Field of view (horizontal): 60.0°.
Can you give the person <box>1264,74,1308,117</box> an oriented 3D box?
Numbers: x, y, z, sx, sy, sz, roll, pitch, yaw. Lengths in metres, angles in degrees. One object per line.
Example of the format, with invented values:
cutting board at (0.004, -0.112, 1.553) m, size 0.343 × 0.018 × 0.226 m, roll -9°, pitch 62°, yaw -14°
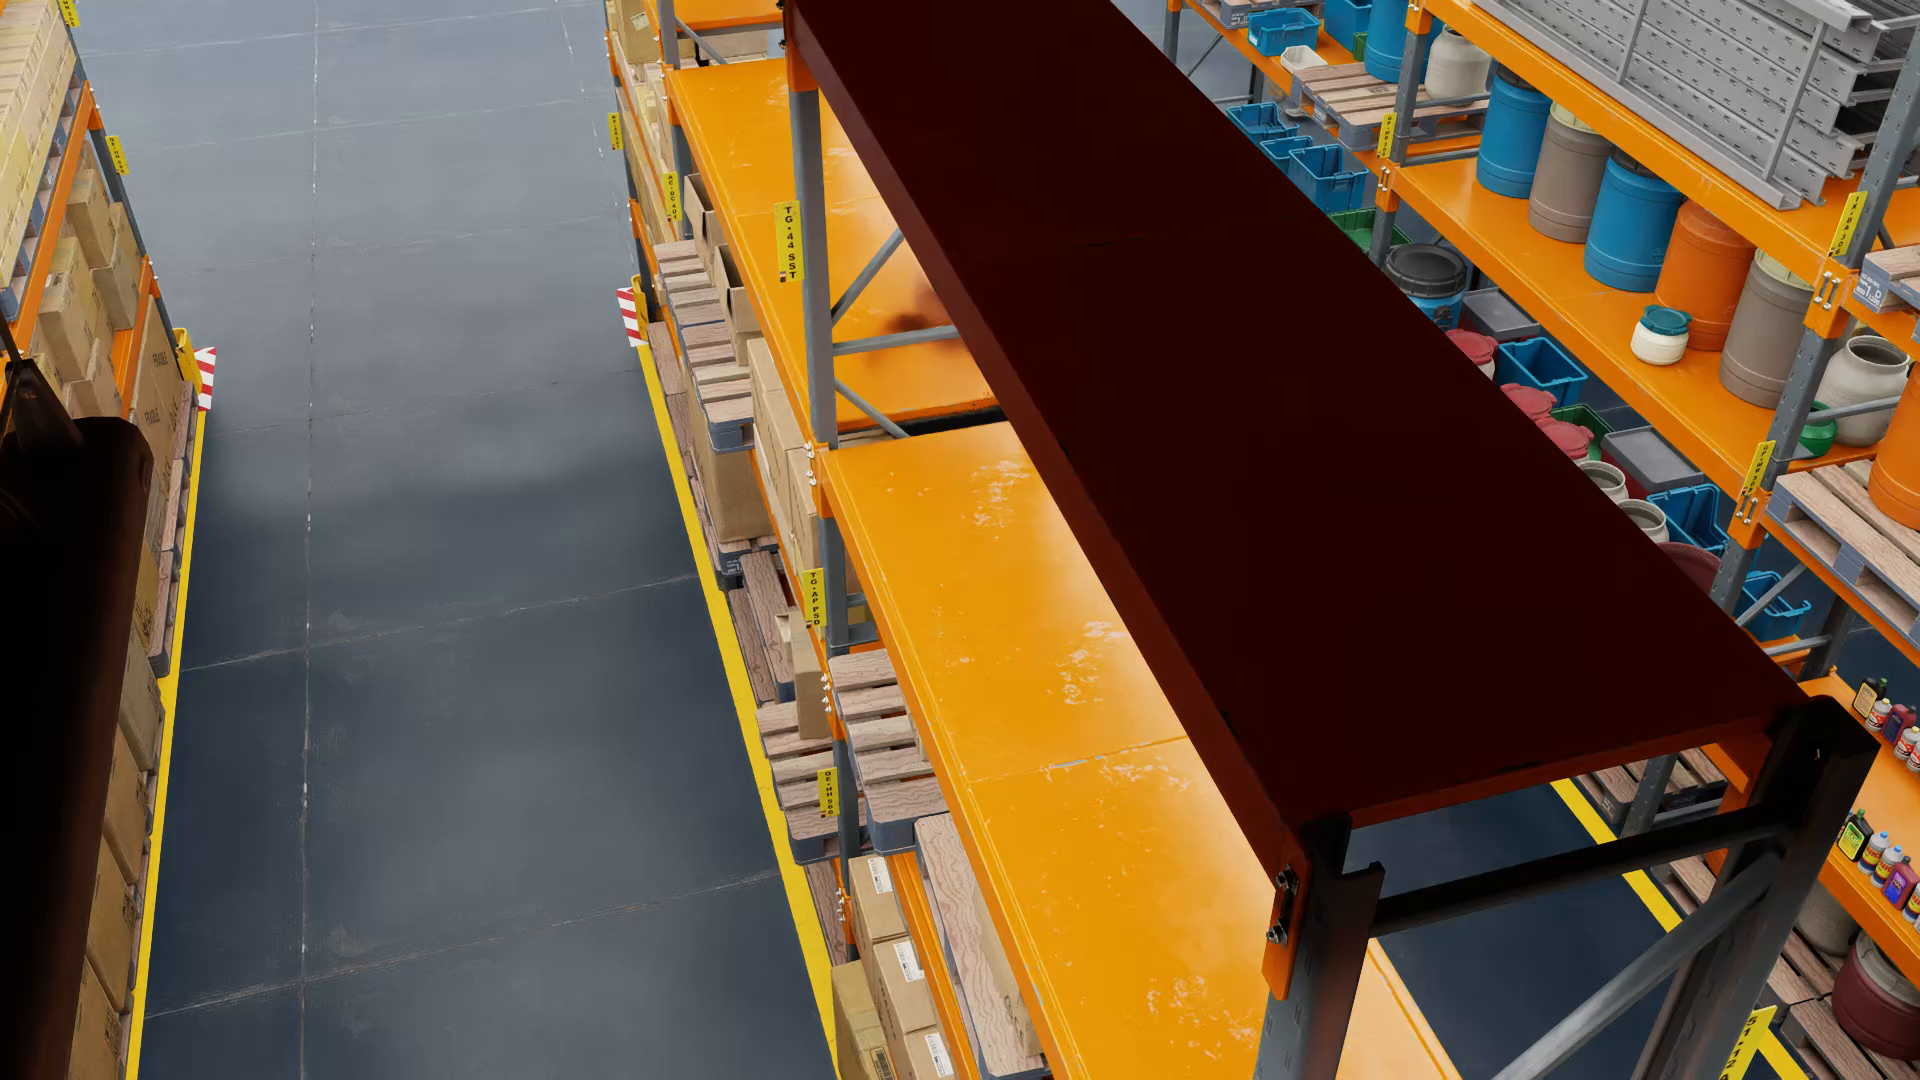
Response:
person at (3.637, -5.451, 18.394) m, size 0.693 × 1.687 × 0.579 m, roll -1°, pitch 38°, yaw -1°
